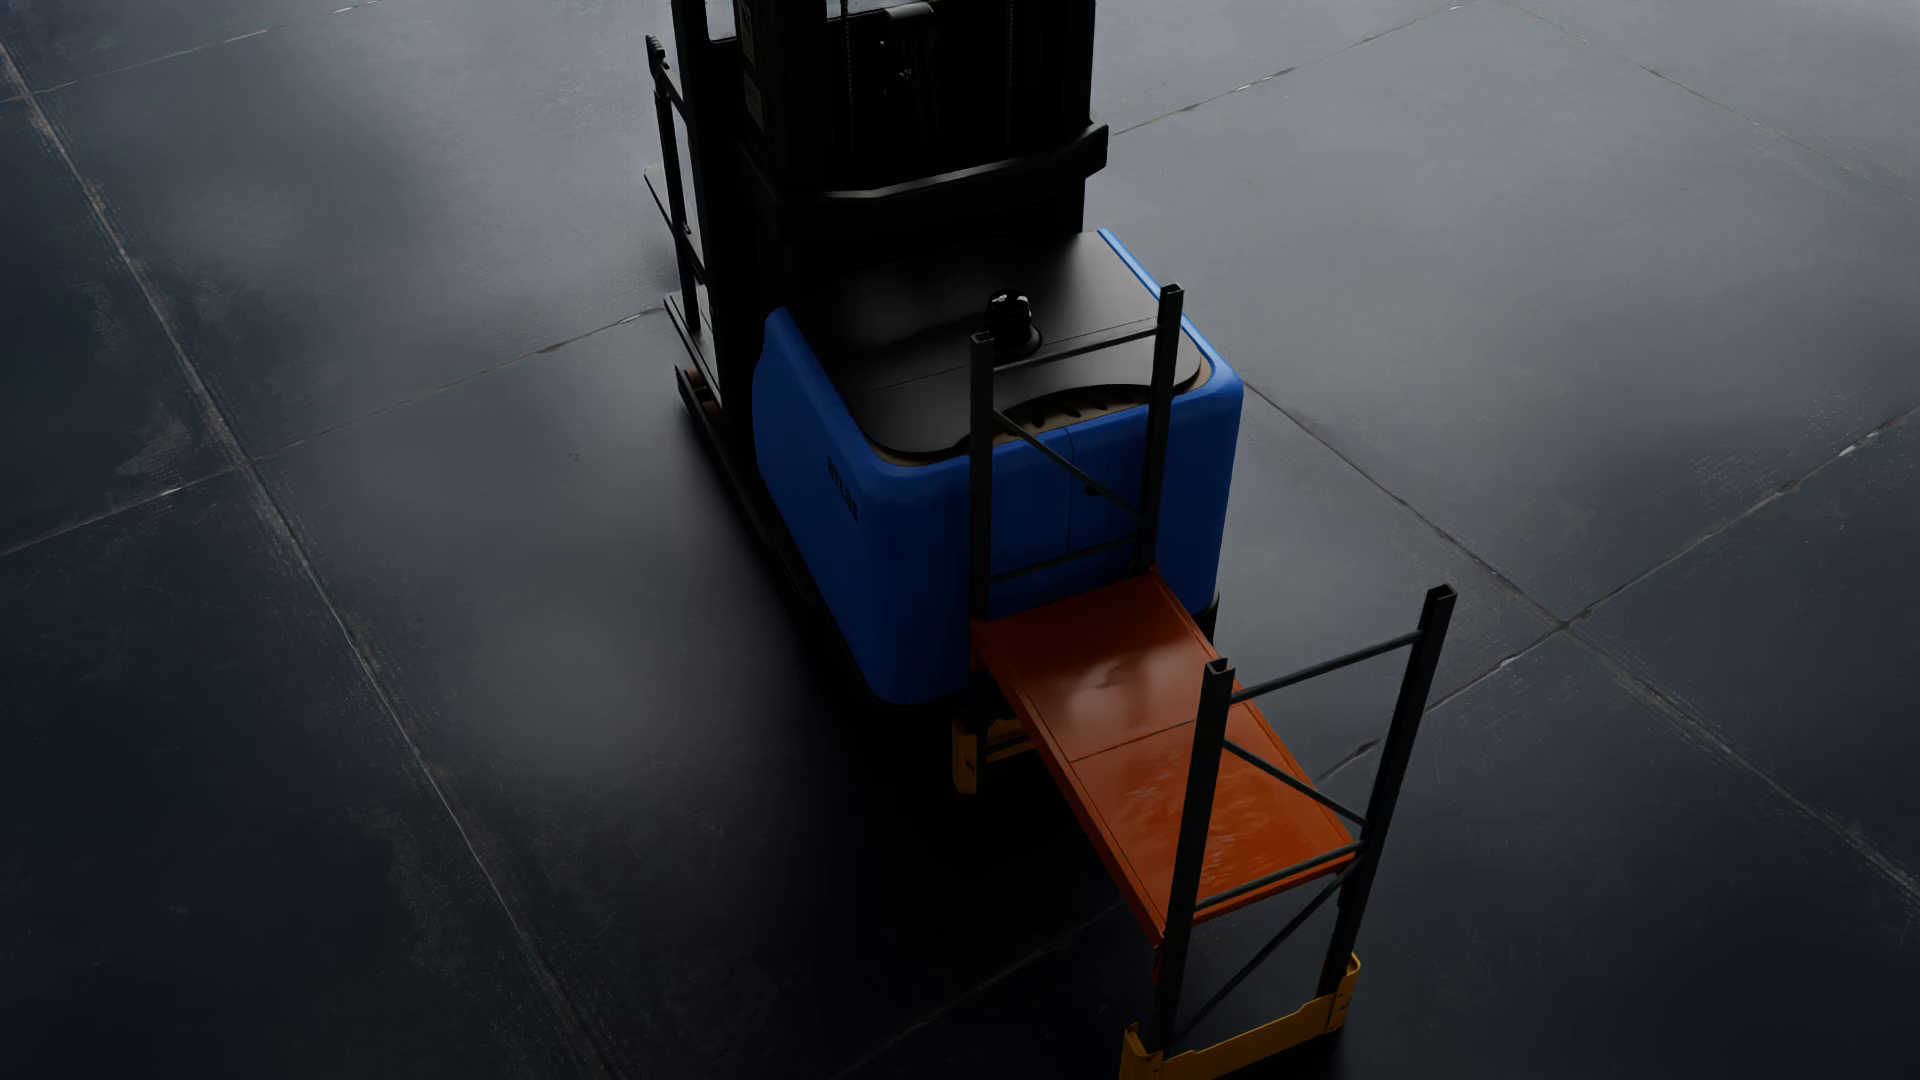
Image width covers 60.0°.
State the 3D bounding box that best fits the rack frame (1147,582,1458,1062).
[{"bbox_3d":[0.657,0.696,3.435,0.500,1.500,0.032,-16,46,-16],"label":"rack frame"}]

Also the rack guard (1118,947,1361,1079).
[{"bbox_3d":[0.649,1.136,3.880,0.587,0.250,0.087,-16,46,-16],"label":"rack guard"}]

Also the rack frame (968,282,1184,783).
[{"bbox_3d":[0.258,0.050,4.111,0.500,1.500,0.032,-16,46,-16],"label":"rack frame"}]

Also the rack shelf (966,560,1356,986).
[{"bbox_3d":[0.457,0.503,3.897,0.538,0.185,1.000,-16,46,-16],"label":"rack shelf"}]

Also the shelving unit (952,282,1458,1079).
[{"bbox_3d":[0.454,0.367,3.779,0.587,1.500,1.083,-16,46,-16],"label":"shelving unit"}]

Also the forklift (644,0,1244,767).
[{"bbox_3d":[-0.317,-1.473,4.670,1.130,2.935,3.031,-16,46,-16],"label":"forklift"}]

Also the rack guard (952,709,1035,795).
[{"bbox_3d":[0.258,0.503,4.542,0.587,0.250,0.087,-16,46,-16],"label":"rack guard"}]
